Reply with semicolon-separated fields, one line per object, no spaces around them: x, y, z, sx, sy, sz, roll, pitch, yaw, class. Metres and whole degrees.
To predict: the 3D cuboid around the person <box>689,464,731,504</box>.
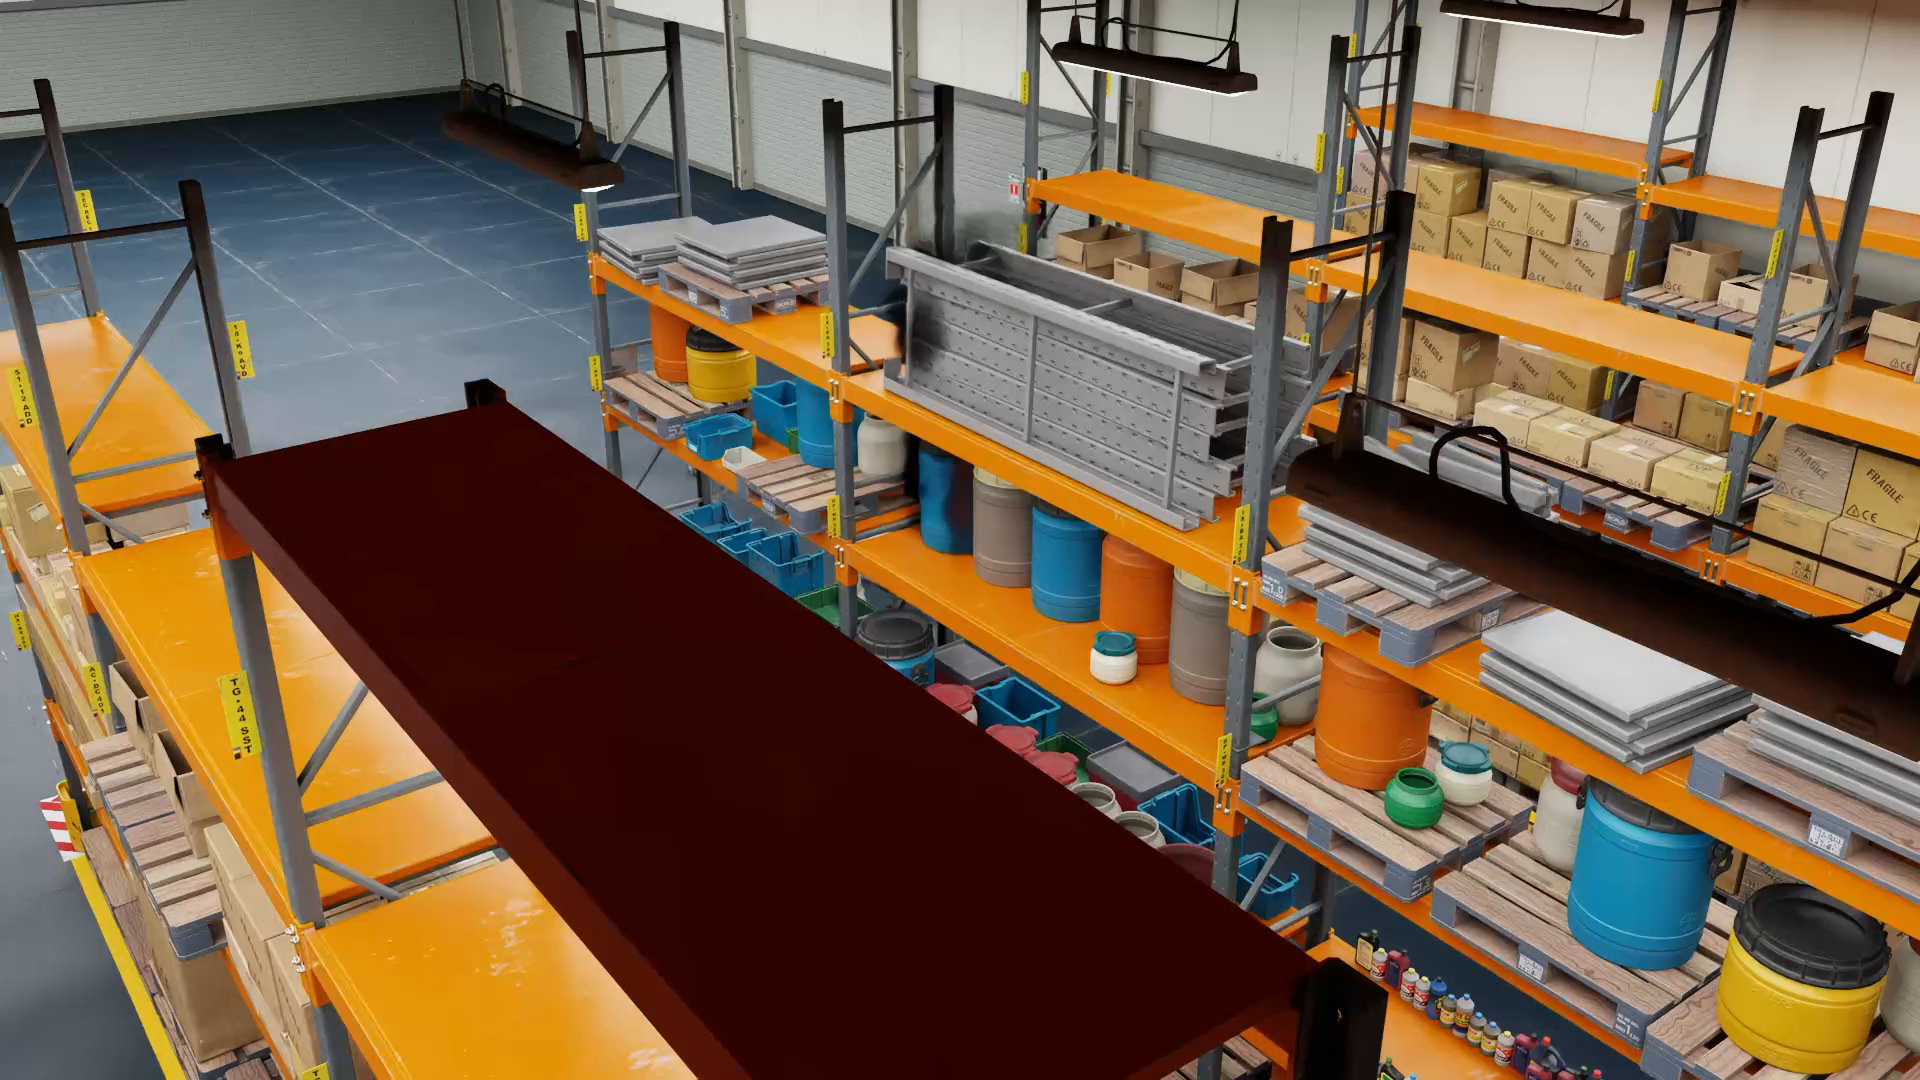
-2.926;-1.221;19.587;0.561;1.732;0.693;-2;25;-4;person

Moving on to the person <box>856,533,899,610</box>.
-0.886;0.041;16.127;0.704;1.760;0.640;17;30;32;person
